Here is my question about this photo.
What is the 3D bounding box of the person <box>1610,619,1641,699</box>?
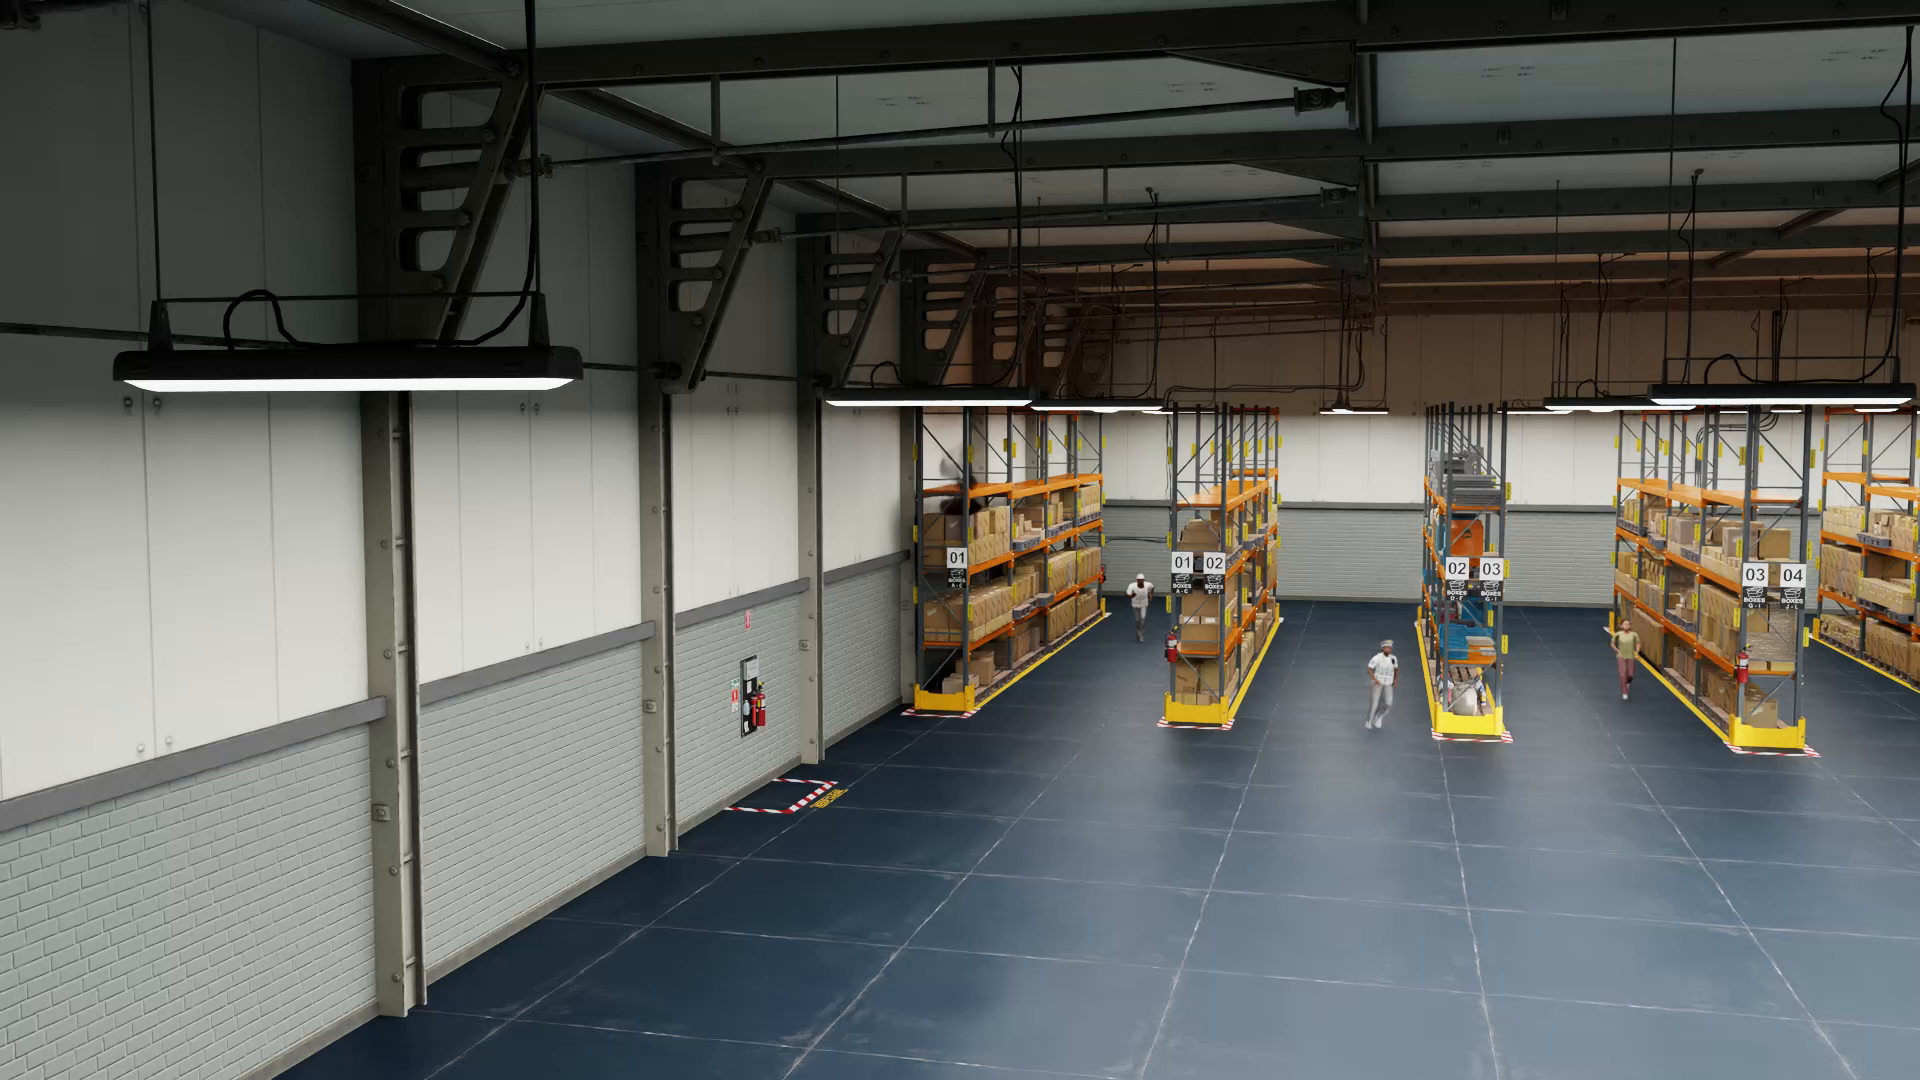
[{"bbox_3d":[13.577,2.414,33.925,0.582,1.630,0.566,1,4,16],"label":"person"}]

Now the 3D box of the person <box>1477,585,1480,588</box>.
[{"bbox_3d":[14.578,1.481,47.009,0.964,1.586,0.536,2,5,26],"label":"person"}]

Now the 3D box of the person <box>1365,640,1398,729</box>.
[{"bbox_3d":[7.783,2.646,30.514,0.636,1.642,0.590,0,4,-3],"label":"person"}]

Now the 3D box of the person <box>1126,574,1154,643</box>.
[{"bbox_3d":[4.607,1.723,42.595,0.690,1.766,0.953,1,4,9],"label":"person"}]
